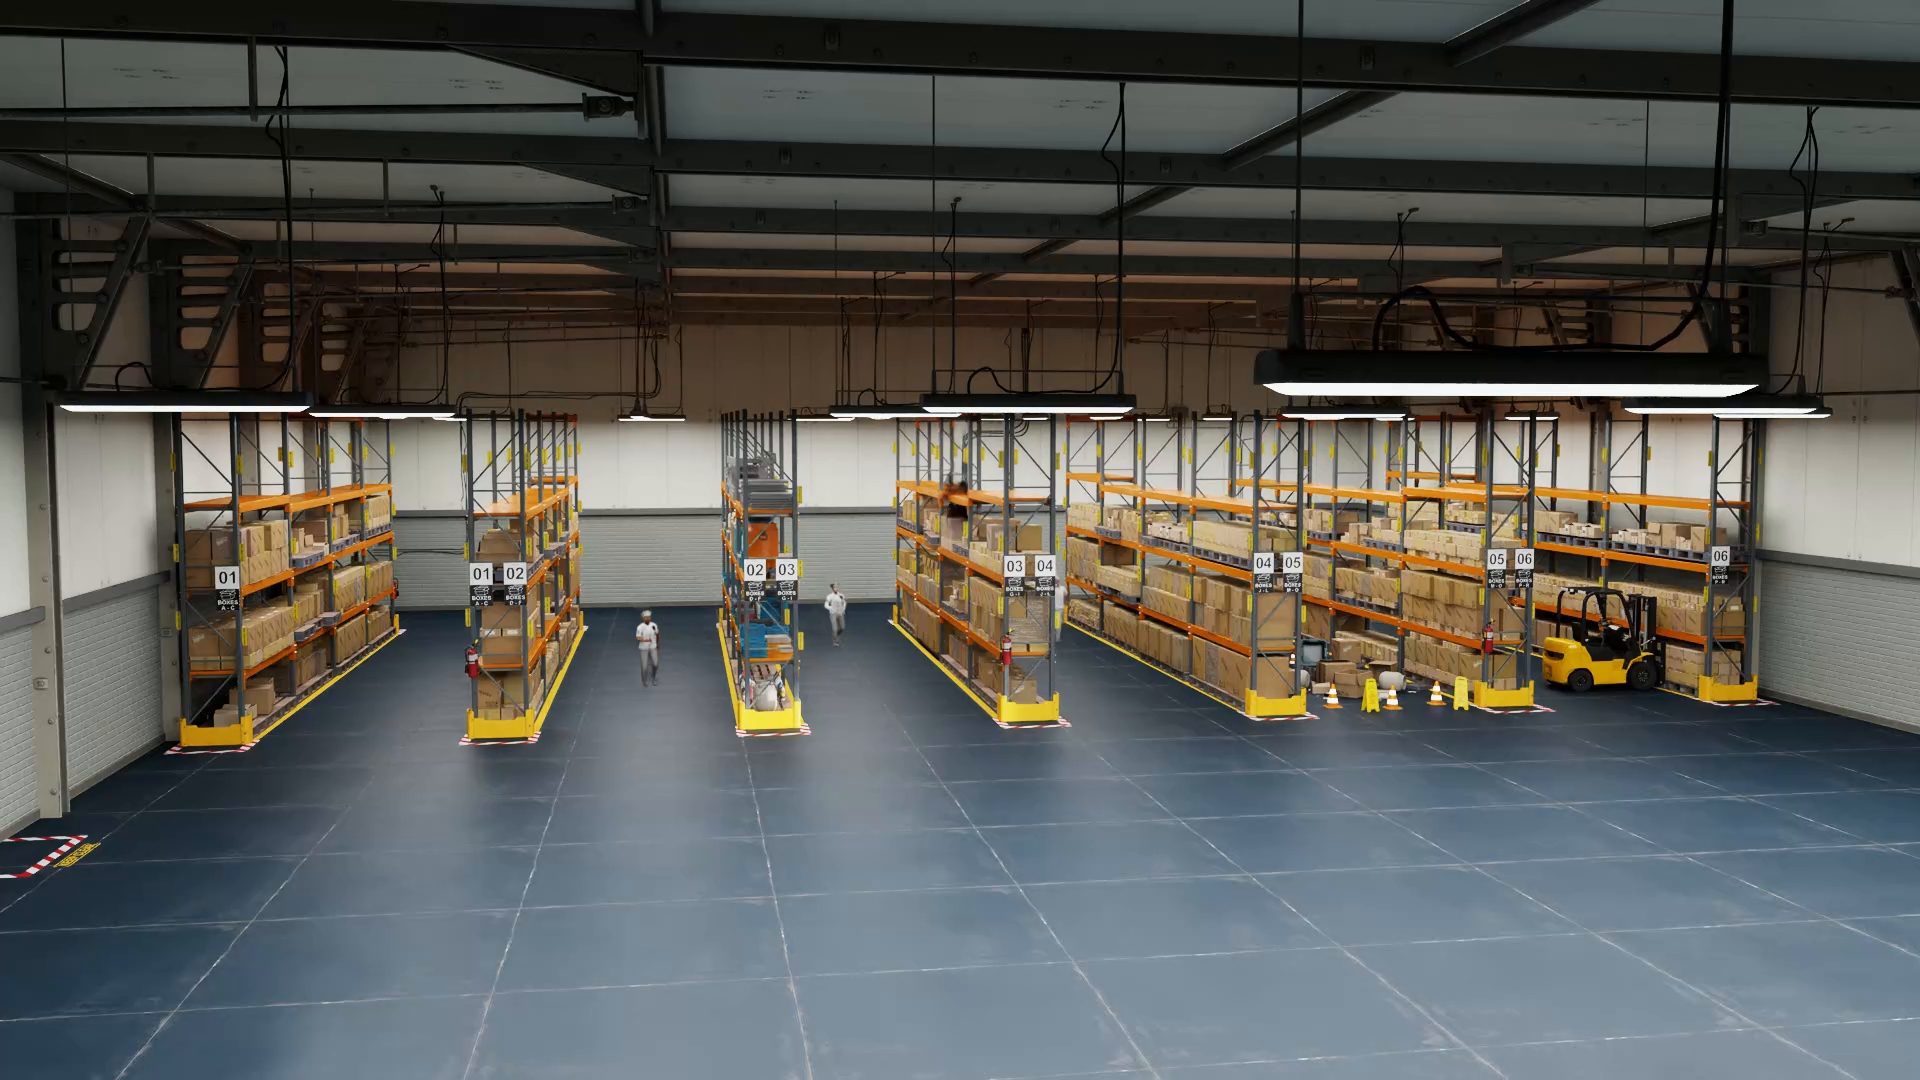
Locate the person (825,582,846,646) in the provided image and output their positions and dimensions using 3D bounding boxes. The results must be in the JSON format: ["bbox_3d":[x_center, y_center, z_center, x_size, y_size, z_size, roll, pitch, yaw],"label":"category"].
[{"bbox_3d":[-3.166,1.913,42.763,0.607,1.651,0.558,-2,4,-21],"label":"person"}]

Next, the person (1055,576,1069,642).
[{"bbox_3d":[2.552,1.806,43.836,0.713,1.738,0.919,0,4,-6],"label":"person"}]

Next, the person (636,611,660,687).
[{"bbox_3d":[-6.733,2.364,36.051,0.569,1.668,0.655,-2,4,-24],"label":"person"}]
